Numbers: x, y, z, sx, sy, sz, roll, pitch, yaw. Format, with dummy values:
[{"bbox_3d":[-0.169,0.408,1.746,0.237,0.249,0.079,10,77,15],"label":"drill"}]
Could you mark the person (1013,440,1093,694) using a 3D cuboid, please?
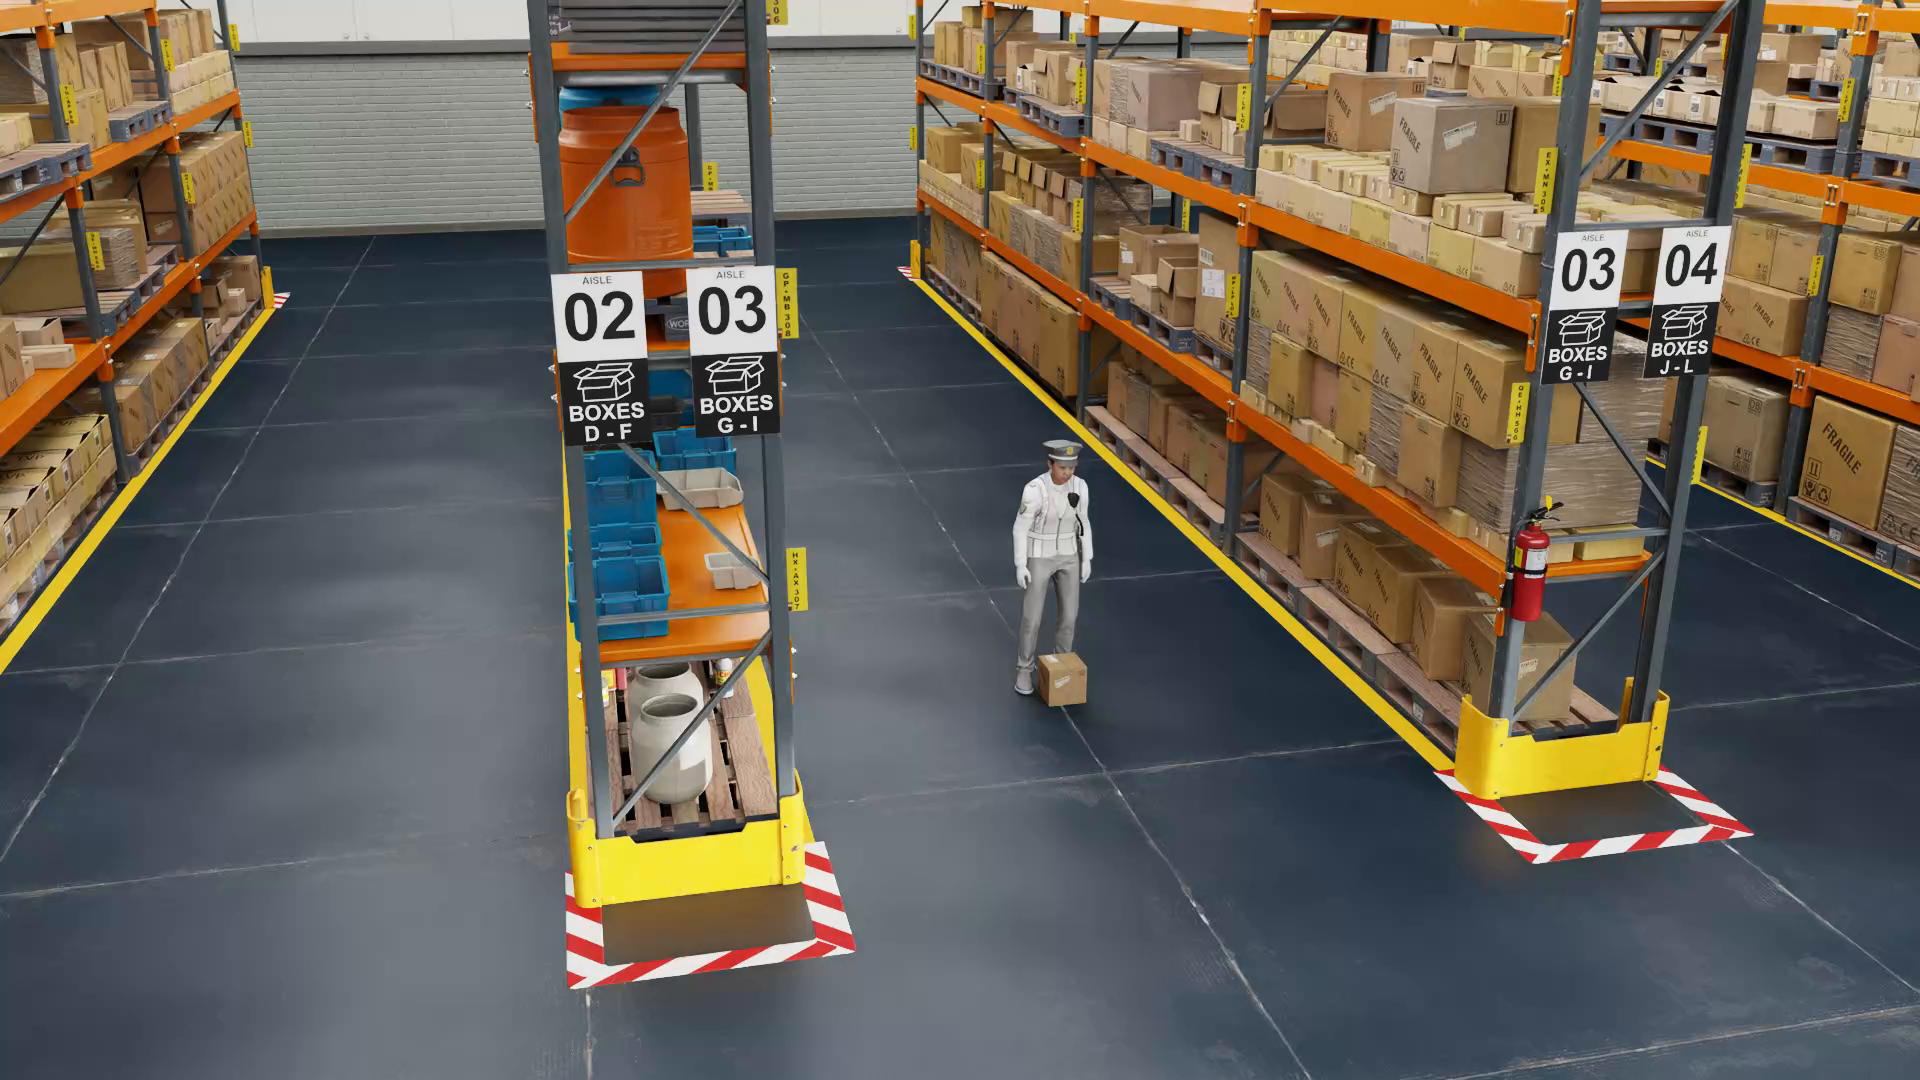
[{"bbox_3d":[0.597,0.150,10.651,0.543,1.662,0.376,-6,21,-16],"label":"person"}]
